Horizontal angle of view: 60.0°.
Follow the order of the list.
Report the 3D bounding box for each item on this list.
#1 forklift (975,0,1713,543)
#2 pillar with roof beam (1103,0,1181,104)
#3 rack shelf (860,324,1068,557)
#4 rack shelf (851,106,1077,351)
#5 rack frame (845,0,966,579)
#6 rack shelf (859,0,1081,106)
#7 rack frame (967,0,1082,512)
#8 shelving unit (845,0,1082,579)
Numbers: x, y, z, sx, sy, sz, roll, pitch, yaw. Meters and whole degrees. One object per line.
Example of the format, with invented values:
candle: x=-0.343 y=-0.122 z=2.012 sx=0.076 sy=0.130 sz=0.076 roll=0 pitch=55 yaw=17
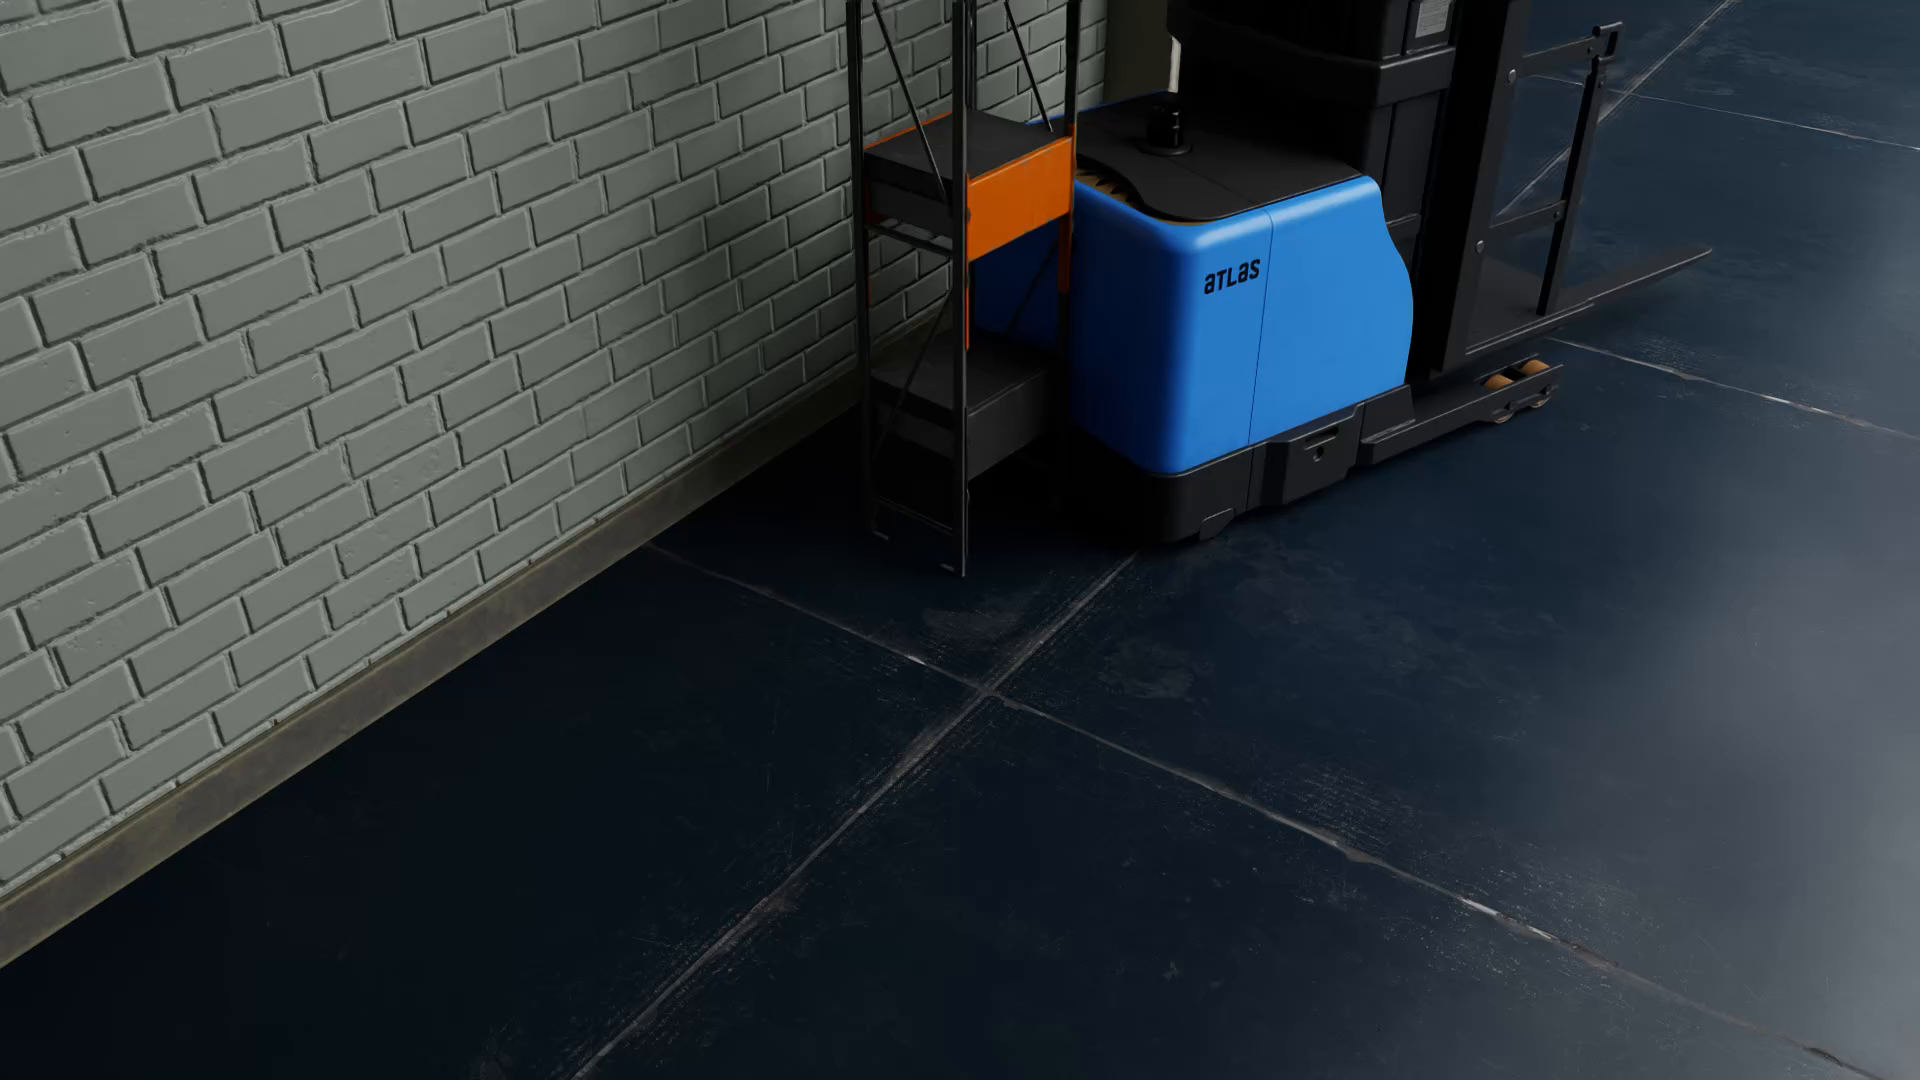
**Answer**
forklift: x=1.535 y=-1.847 z=5.365 sx=3.031 sy=2.935 sz=1.130 roll=-21 pitch=39 yaw=-28
pillar with roof beam: x=4.356 y=-3.690 z=2.673 sx=9.100 sy=9.000 sz=0.400 roll=21 pitch=39 yaw=28
rack shelf: x=0.014 y=-0.340 z=5.152 sx=0.431 sy=0.518 sz=0.480 roll=25 pitch=41 yaw=32
rack shelf: x=0.014 y=-0.920 z=4.760 sx=0.431 sy=0.518 sz=0.480 roll=25 pitch=41 yaw=32
rack frame: x=-0.142 y=-0.826 z=4.597 sx=0.400 sy=2.100 sz=0.015 roll=25 pitch=41 yaw=32
rack shelf: x=0.014 y=-1.500 z=4.368 sx=0.431 sy=0.518 sz=0.480 roll=25 pitch=41 yaw=32
rack frame: x=0.171 y=-1.036 z=4.908 sx=0.400 sy=2.100 sz=0.015 roll=25 pitch=41 yaw=32
shelving unit: x=0.014 y=-0.931 z=4.753 sx=0.431 sy=2.100 sz=0.503 roll=25 pitch=41 yaw=32
